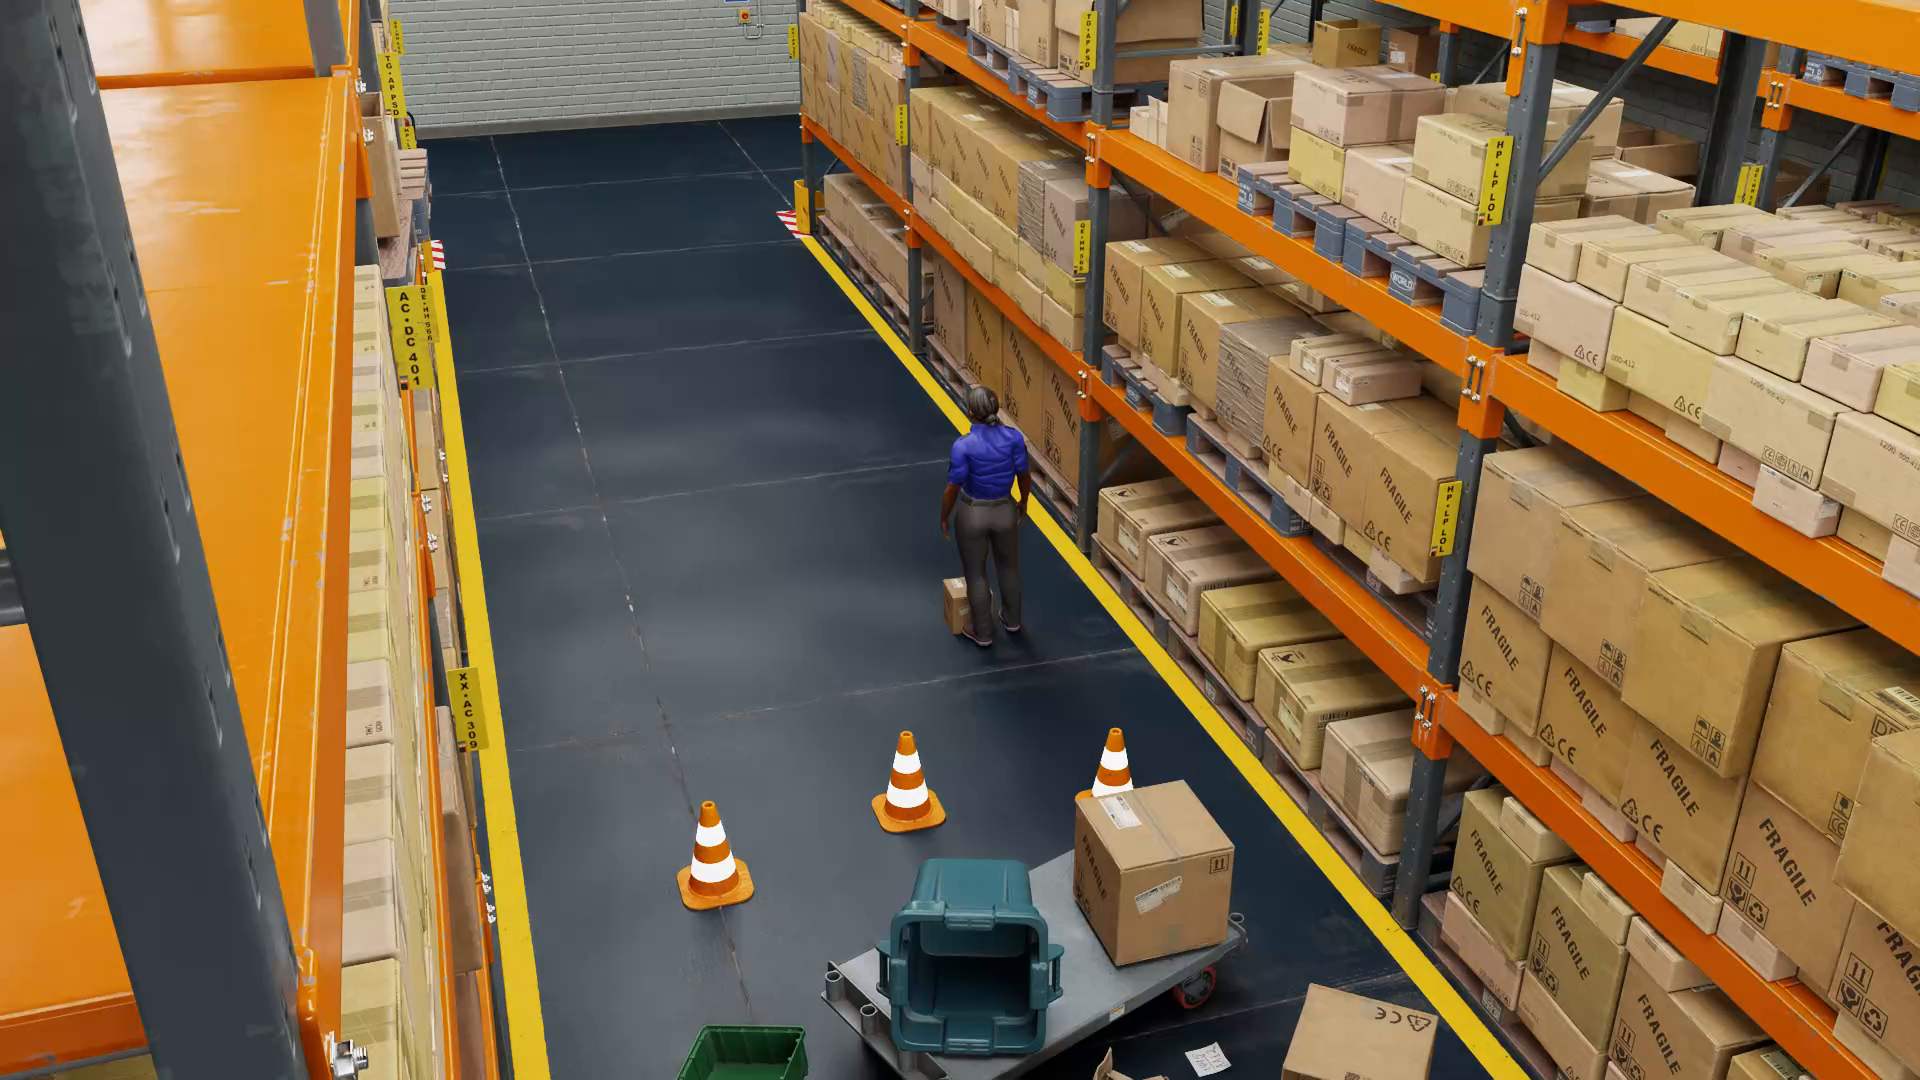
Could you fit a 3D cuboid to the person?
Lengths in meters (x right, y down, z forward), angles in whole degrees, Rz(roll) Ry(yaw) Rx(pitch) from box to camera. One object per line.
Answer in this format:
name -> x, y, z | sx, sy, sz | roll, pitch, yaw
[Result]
person -> 0.139, -0.159, 9.669 | 0.569, 1.643, 0.504 | -8, 28, -16
